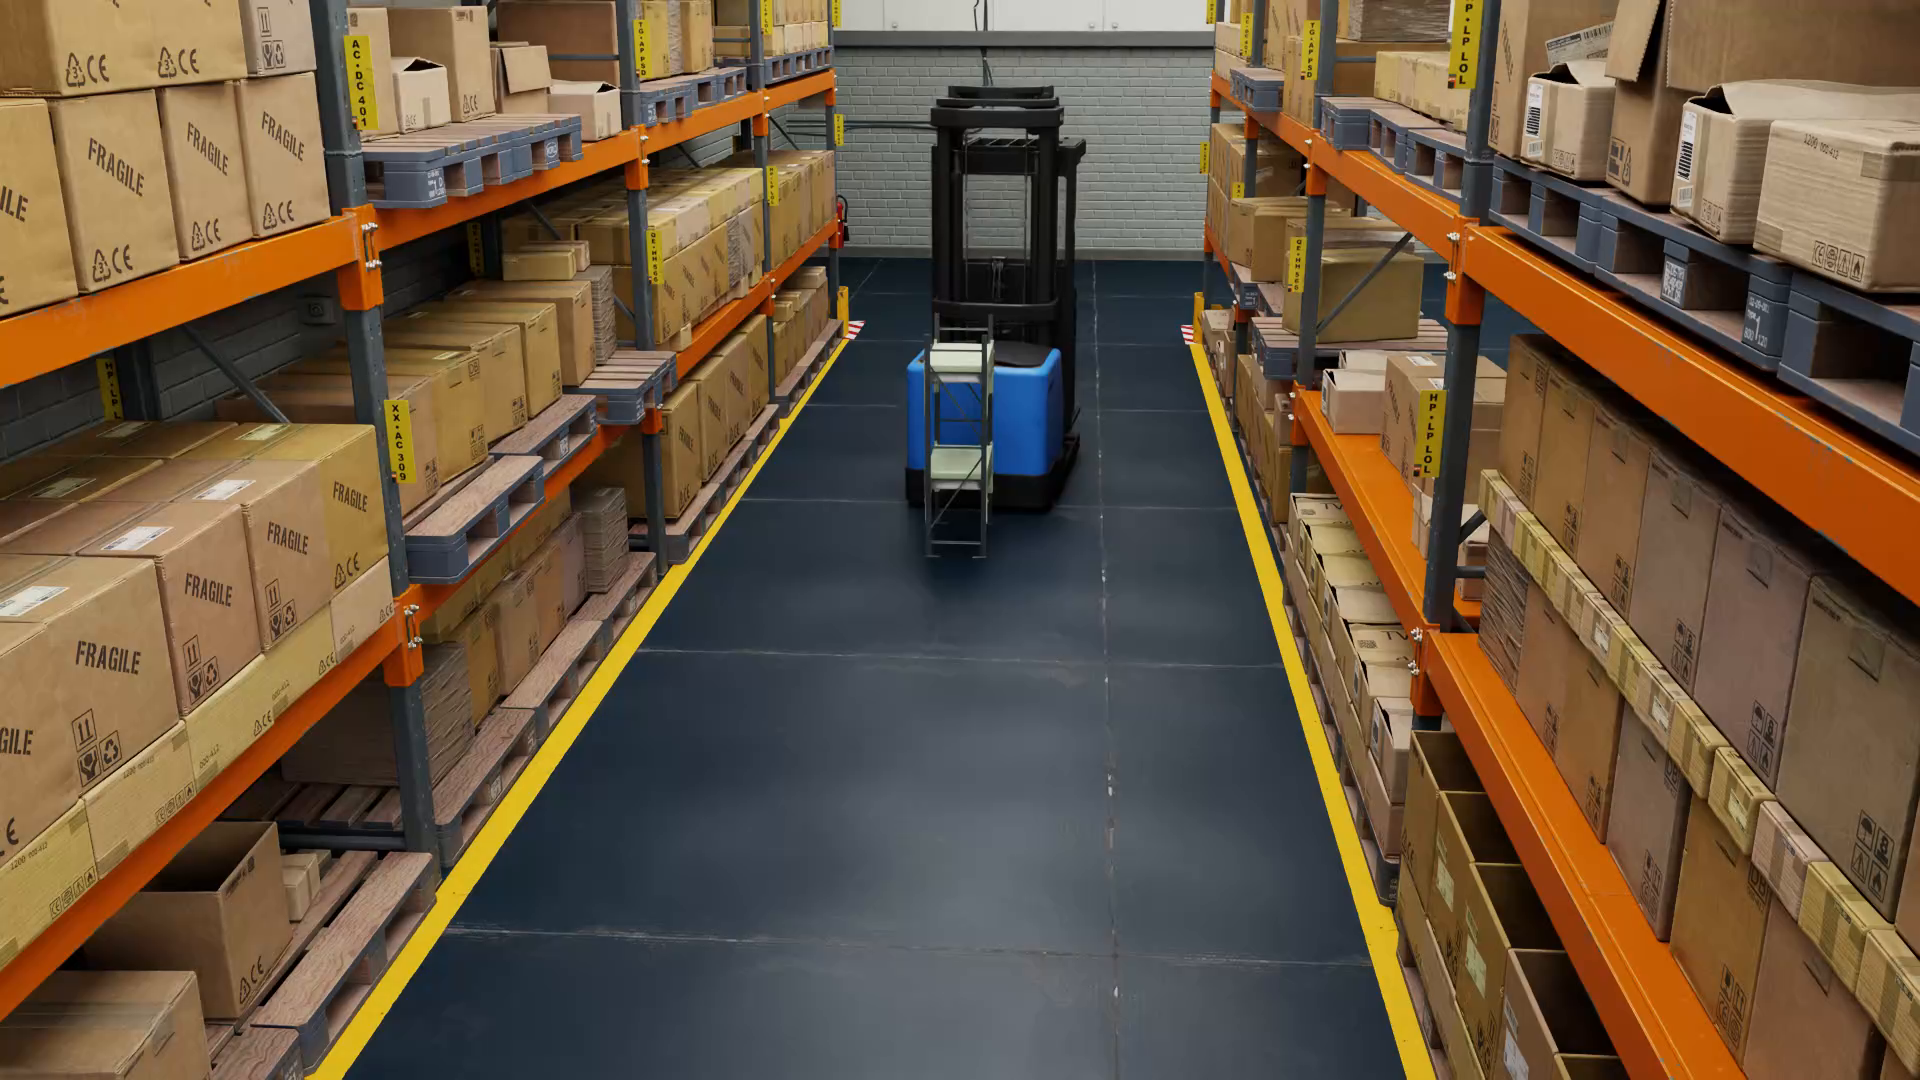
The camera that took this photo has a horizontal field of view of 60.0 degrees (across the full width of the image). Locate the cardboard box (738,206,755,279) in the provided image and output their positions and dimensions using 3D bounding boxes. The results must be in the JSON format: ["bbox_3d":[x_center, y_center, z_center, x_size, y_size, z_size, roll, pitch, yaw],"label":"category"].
[{"bbox_3d":[-1.921,-2.349,13.104,0.500,0.500,0.500,1,18,4],"label":"cardboard box"}]

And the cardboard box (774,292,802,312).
[{"bbox_3d":[-1.713,-2.273,15.839,0.380,0.149,0.250,1,18,2],"label":"cardboard box"}]

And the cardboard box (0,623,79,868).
[{"bbox_3d":[-2.551,0.519,4.026,0.500,0.500,0.500,1,18,2],"label":"cardboard box"}]

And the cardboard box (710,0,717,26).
[{"bbox_3d":[-2.296,-4.638,14.144,0.500,0.500,0.500,1,18,3],"label":"cardboard box"}]

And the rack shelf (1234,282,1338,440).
[{"bbox_3d":[2.685,-1.386,11.990,1.077,0.370,4.000,1,18,4],"label":"rack shelf"}]

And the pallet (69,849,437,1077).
[{"bbox_3d":[-2.699,1.561,6.320,1.003,0.211,1.213,1,18,4],"label":"pallet"}]

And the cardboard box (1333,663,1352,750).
[{"bbox_3d":[2.070,0.792,7.931,0.500,0.250,0.500,2,18,5],"label":"cardboard box"}]

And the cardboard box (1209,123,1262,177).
[{"bbox_3d":[2.820,-3.982,16.991,0.500,0.500,0.500,2,18,6],"label":"cardboard box"}]

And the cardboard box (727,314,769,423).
[{"bbox_3d":[-2.030,-1.431,13.752,0.750,0.750,0.750,1,18,5],"label":"cardboard box"}]

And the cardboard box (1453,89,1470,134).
[{"bbox_3d":[2.345,-1.780,6.786,0.500,0.250,0.500,0,18,-1],"label":"cardboard box"}]

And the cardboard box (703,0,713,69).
[{"bbox_3d":[-2.286,-3.869,12.730,0.700,0.500,0.500,0,18,1],"label":"cardboard box"}]

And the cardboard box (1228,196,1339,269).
[{"bbox_3d":[2.571,-2.454,13.259,0.700,0.500,0.500,-5,19,-15],"label":"cardboard box"}]

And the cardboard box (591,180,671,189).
[{"bbox_3d":[-2.468,-2.557,12.536,0.500,0.250,0.500,1,18,2],"label":"cardboard box"}]

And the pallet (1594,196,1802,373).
[{"bbox_3d":[2.129,-0.604,3.774,1.003,0.211,1.213,1,18,4],"label":"pallet"}]

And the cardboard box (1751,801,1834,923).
[{"bbox_3d":[1.861,0.661,3.387,0.380,0.149,0.250,2,18,5],"label":"cardboard box"}]

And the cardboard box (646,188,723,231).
[{"bbox_3d":[-2.010,-2.387,12.015,0.500,0.250,0.500,1,18,3],"label":"cardboard box"}]

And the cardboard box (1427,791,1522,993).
[{"bbox_3d":[1.881,1.179,5.544,0.500,0.500,0.500,1,18,4],"label":"cardboard box"}]

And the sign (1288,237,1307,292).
[{"bbox_3d":[2.000,-1.628,9.843,0.100,0.325,0.005,1,18,4],"label":"sign"}]

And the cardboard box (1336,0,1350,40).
[{"bbox_3d":[2.616,-3.348,10.241,0.500,0.500,0.500,1,18,4],"label":"cardboard box"}]

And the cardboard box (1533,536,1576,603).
[{"bbox_3d":[1.990,0.099,5.102,0.380,0.149,0.250,1,18,3],"label":"cardboard box"}]

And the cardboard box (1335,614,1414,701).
[{"bbox_3d":[2.067,0.528,7.836,0.500,0.311,0.500,1,18,4],"label":"cardboard box"}]

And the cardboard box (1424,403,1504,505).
[{"bbox_3d":[2.364,-0.313,7.402,0.500,0.500,0.500,3,18,8],"label":"cardboard box"}]

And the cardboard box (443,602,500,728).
[{"bbox_3d":[-2.663,0.615,8.038,0.700,0.500,0.500,1,18,3],"label":"cardboard box"}]

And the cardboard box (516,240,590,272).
[{"bbox_3d":[-2.395,-1.673,9.802,0.380,0.149,0.250,-1,18,-3],"label":"cardboard box"}]

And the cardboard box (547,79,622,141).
[{"bbox_3d":[-2.182,-2.379,9.159,0.500,0.311,0.500,1,18,4],"label":"cardboard box"}]

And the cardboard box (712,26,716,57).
[{"bbox_3d":[-2.298,-4.277,14.248,0.500,0.250,0.500,1,18,4],"label":"cardboard box"}]

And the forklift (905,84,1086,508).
[{"bbox_3d":[0.371,-2.039,12.939,1.130,2.935,3.031,3,18,10],"label":"forklift"}]

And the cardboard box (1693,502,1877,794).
[{"bbox_3d":[2.086,0.233,3.651,0.700,0.500,0.500,1,18,4],"label":"cardboard box"}]

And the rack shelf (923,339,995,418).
[{"bbox_3d":[0.000,-1.081,11.062,0.431,0.370,0.720,1,18,4],"label":"rack shelf"}]

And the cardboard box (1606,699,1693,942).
[{"bbox_3d":[2.122,0.705,4.293,0.700,0.500,0.500,2,18,6],"label":"cardboard box"}]

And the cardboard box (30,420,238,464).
[{"bbox_3d":[-2.928,-0.127,5.997,0.500,0.500,0.500,1,18,3],"label":"cardboard box"}]

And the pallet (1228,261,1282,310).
[{"bbox_3d":[2.662,-2.012,13.054,1.003,0.211,1.213,1,18,4],"label":"pallet"}]

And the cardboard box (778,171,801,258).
[{"bbox_3d":[-2.000,-2.995,15.266,0.980,0.700,0.700,1,18,3],"label":"cardboard box"}]

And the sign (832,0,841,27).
[{"bbox_3d":[-1.286,-5.493,17.256,0.100,0.325,0.005,1,18,4],"label":"sign"}]

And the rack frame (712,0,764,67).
[{"bbox_3d":[-2.113,-5.309,13.174,1.000,3.000,0.127,1,18,4],"label":"rack frame"}]

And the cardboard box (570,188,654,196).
[{"bbox_3d":[-2.509,-2.395,12.042,0.500,0.250,0.500,1,18,3],"label":"cardboard box"}]

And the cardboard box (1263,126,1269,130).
[{"bbox_3d":[3.357,-3.969,16.953,0.500,0.500,0.500,1,18,3],"label":"cardboard box"}]

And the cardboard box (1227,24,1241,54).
[{"bbox_3d":[2.706,-4.563,15.153,0.500,0.250,0.500,1,18,4],"label":"cardboard box"}]

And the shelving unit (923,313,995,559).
[{"bbox_3d":[0.000,-0.711,11.183,0.431,1.500,0.755,1,18,4],"label":"shelving unit"}]

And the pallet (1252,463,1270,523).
[{"bbox_3d":[2.723,-0.390,12.275,1.003,0.211,1.213,1,18,4],"label":"pallet"}]

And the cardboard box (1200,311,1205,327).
[{"bbox_3d":[2.742,-2.323,17.567,0.380,0.149,0.250,1,18,4],"label":"cardboard box"}]

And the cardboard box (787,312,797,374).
[{"bbox_3d":[-1.918,-1.856,15.609,0.700,0.500,0.500,1,18,3],"label":"cardboard box"}]

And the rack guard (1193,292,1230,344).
[{"bbox_3d":[3.110,-2.380,17.882,1.175,0.500,0.348,1,18,4],"label":"rack guard"}]

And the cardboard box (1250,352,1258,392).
[{"bbox_3d":[2.479,-1.271,12.588,0.500,0.250,0.500,1,18,4],"label":"cardboard box"}]

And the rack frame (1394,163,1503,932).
[{"bbox_3d":[2.255,0.136,6.191,1.000,3.000,0.127,1,18,4],"label":"rack frame"}]

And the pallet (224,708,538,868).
[{"bbox_3d":[-2.632,1.110,7.697,1.003,0.211,1.213,1,18,4],"label":"pallet"}]

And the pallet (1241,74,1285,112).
[{"bbox_3d":[2.640,-3.162,11.739,1.213,0.211,1.003,1,18,4],"label":"pallet"}]

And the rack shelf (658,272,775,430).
[{"bbox_3d":[-2.256,-1.495,12.324,1.077,0.370,4.000,1,18,4],"label":"rack shelf"}]

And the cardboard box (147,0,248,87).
[{"bbox_3d":[-2.481,-1.598,4.867,0.500,0.500,0.500,2,18,7],"label":"cardboard box"}]

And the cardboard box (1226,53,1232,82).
[{"bbox_3d":[2.712,-4.326,15.230,0.500,0.250,0.500,1,18,4],"label":"cardboard box"}]

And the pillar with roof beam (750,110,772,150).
[{"bbox_3d":[1.799,-7.313,19.290,9.100,9.000,0.400,1,18,4],"label":"pillar with roof beam"}]

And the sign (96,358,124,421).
[{"bbox_3d":[-3.240,-0.535,6.379,0.100,0.325,0.005,1,18,4],"label":"sign"}]

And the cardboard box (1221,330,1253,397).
[{"bbox_3d":[2.586,-1.553,14.654,0.500,0.500,0.500,1,18,4],"label":"cardboard box"}]

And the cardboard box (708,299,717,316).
[{"bbox_3d":[-2.020,-1.761,12.352,0.380,0.149,0.250,2,18,6],"label":"cardboard box"}]
